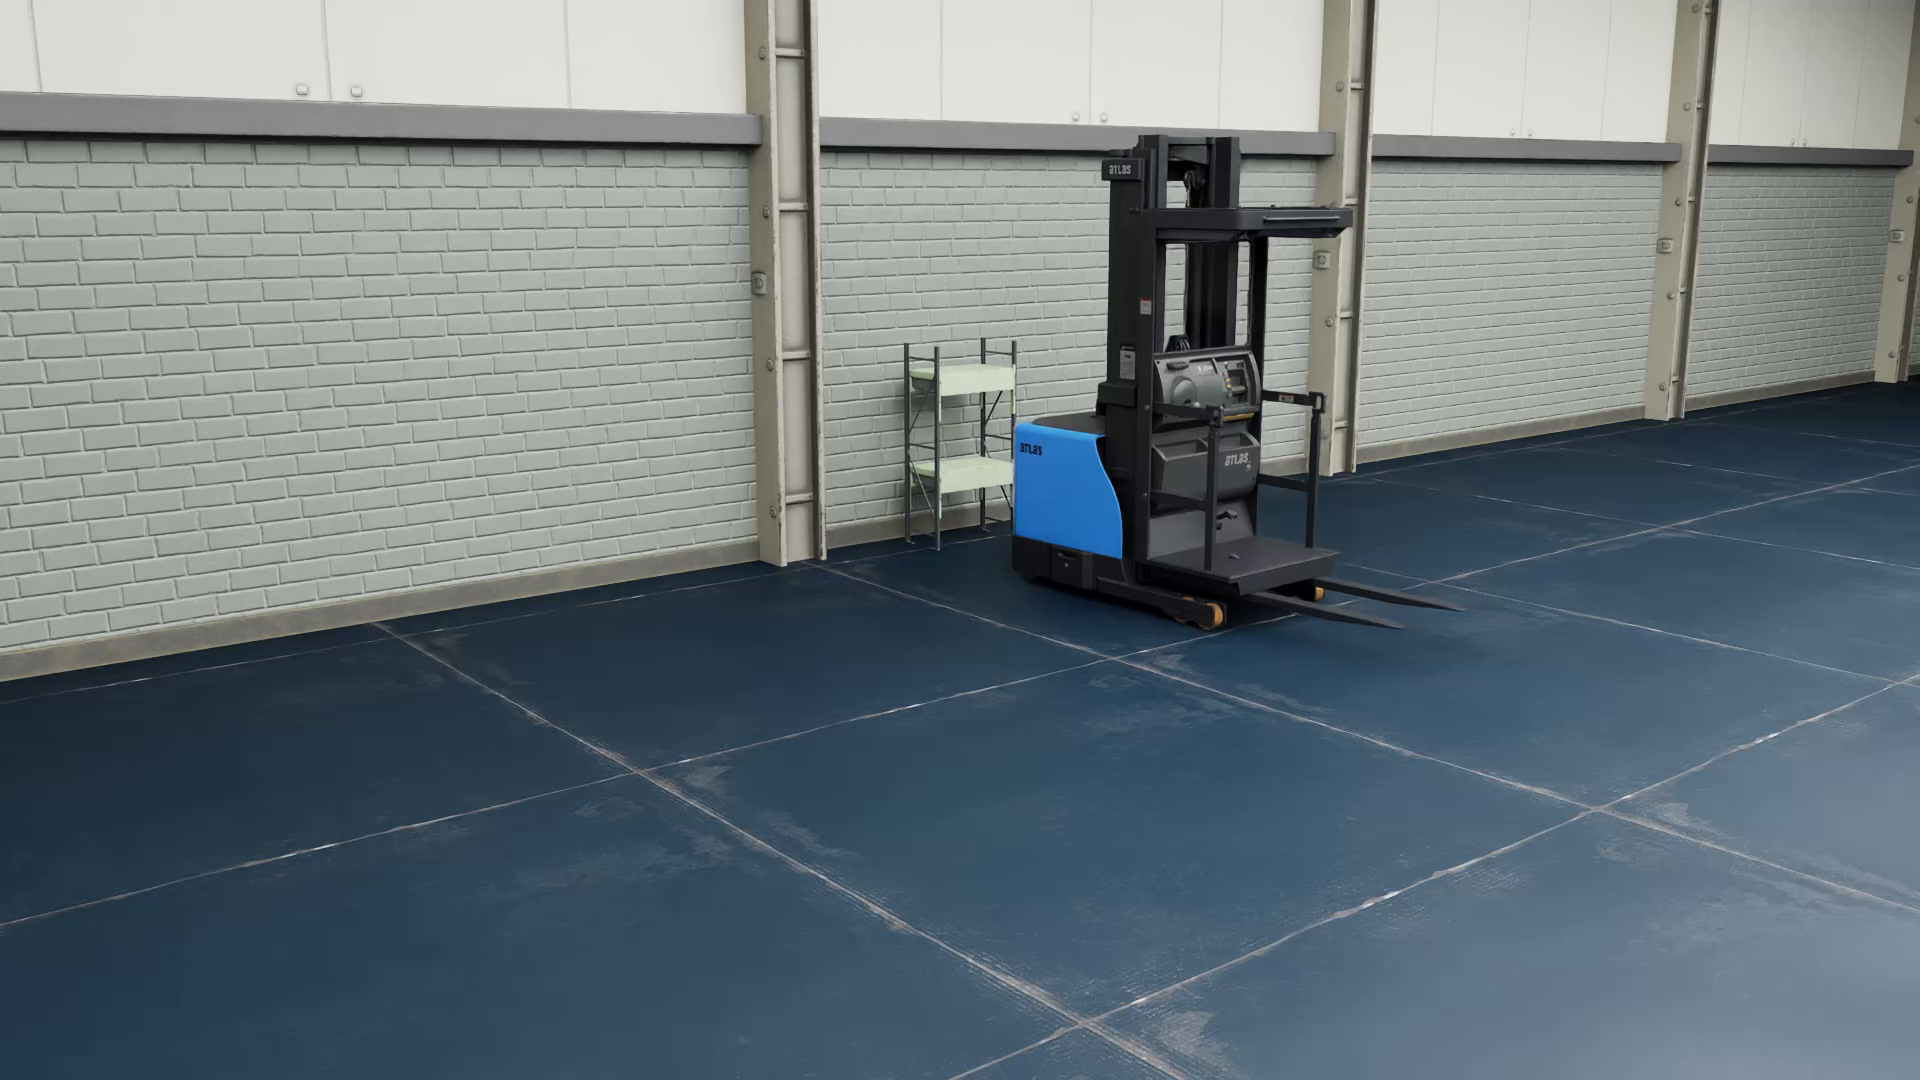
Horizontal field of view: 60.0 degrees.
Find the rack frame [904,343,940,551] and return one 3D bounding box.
[{"bbox_3d":[-0.281,-0.687,12.253,0.023,1.500,0.400,-9,15,-38],"label":"rack frame"}]

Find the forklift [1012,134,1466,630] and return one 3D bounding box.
[{"bbox_3d":[1.703,-1.008,10.320,1.130,2.935,3.031,-10,16,-40],"label":"forklift"}]

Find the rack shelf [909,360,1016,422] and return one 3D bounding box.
[{"bbox_3d":[0.005,-1.116,12.396,0.720,0.370,0.431,-9,15,-38],"label":"rack shelf"}]

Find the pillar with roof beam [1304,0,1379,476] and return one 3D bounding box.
[{"bbox_3d":[6.167,-4.345,11.425,0.400,9.000,9.100,-9,15,-38],"label":"pillar with roof beam"}]

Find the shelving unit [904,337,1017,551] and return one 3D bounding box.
[{"bbox_3d":[0.005,-0.735,12.477,0.755,1.500,0.431,-9,15,-38],"label":"shelving unit"}]

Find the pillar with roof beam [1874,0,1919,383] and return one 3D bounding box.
[{"bbox_3d":[15.537,-5.902,18.758,0.400,9.000,9.100,-9,15,-38],"label":"pillar with roof beam"}]

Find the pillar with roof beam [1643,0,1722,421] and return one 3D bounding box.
[{"bbox_3d":[10.852,-5.123,15.092,0.400,9.000,9.100,-9,15,-38],"label":"pillar with roof beam"}]

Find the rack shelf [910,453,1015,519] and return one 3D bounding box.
[{"bbox_3d":[0.005,-0.416,12.545,0.720,0.370,0.431,-9,15,-38],"label":"rack shelf"}]

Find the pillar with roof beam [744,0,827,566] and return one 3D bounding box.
[{"bbox_3d":[1.482,-3.566,7.759,0.400,9.000,9.100,-9,15,-38],"label":"pillar with roof beam"}]

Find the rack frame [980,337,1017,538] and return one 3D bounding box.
[{"bbox_3d":[0.291,-0.782,12.701,0.023,1.500,0.400,-9,15,-38],"label":"rack frame"}]
